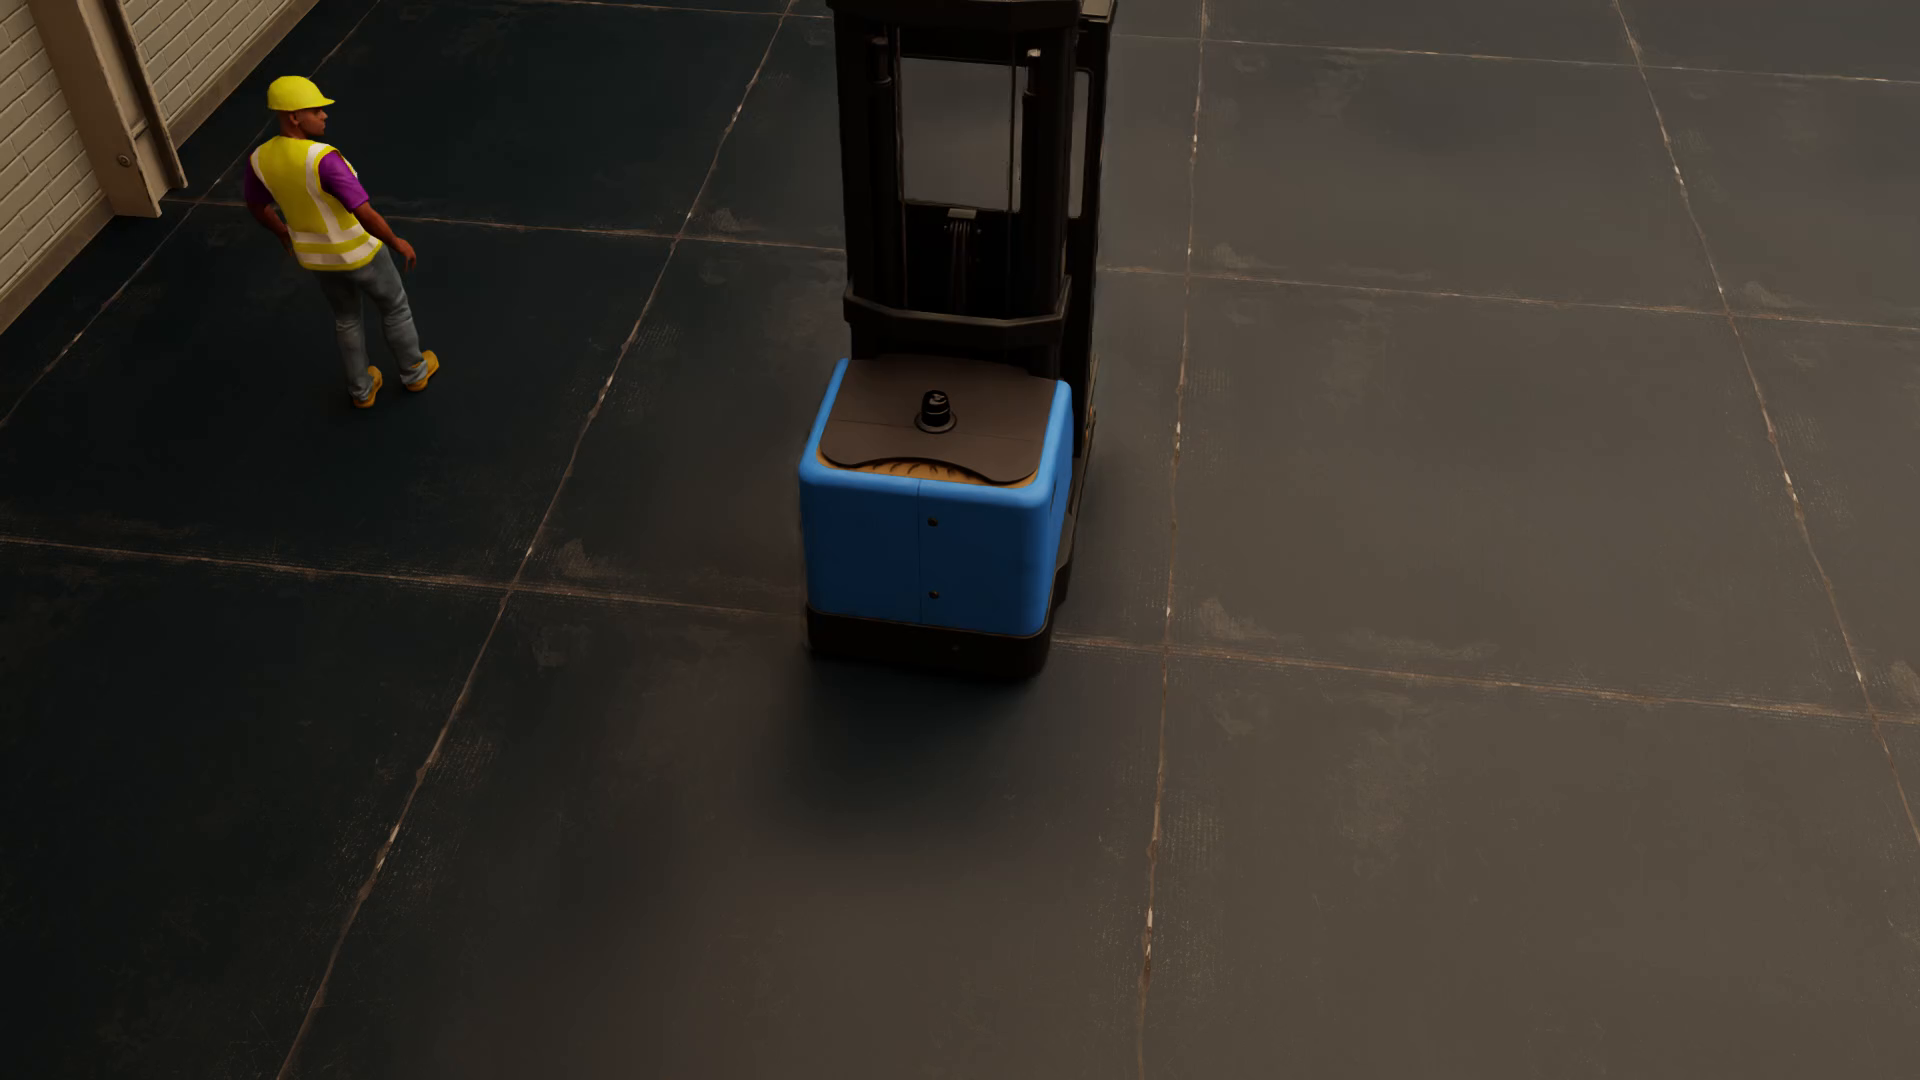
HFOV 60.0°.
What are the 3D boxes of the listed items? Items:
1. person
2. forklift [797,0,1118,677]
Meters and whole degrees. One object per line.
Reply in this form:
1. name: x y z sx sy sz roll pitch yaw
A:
1. person: -3.030 -1.469 8.199 0.794 1.748 0.521 8 43 8
2. forklift: 0.087 -1.495 7.352 1.130 2.935 3.031 7 43 7
